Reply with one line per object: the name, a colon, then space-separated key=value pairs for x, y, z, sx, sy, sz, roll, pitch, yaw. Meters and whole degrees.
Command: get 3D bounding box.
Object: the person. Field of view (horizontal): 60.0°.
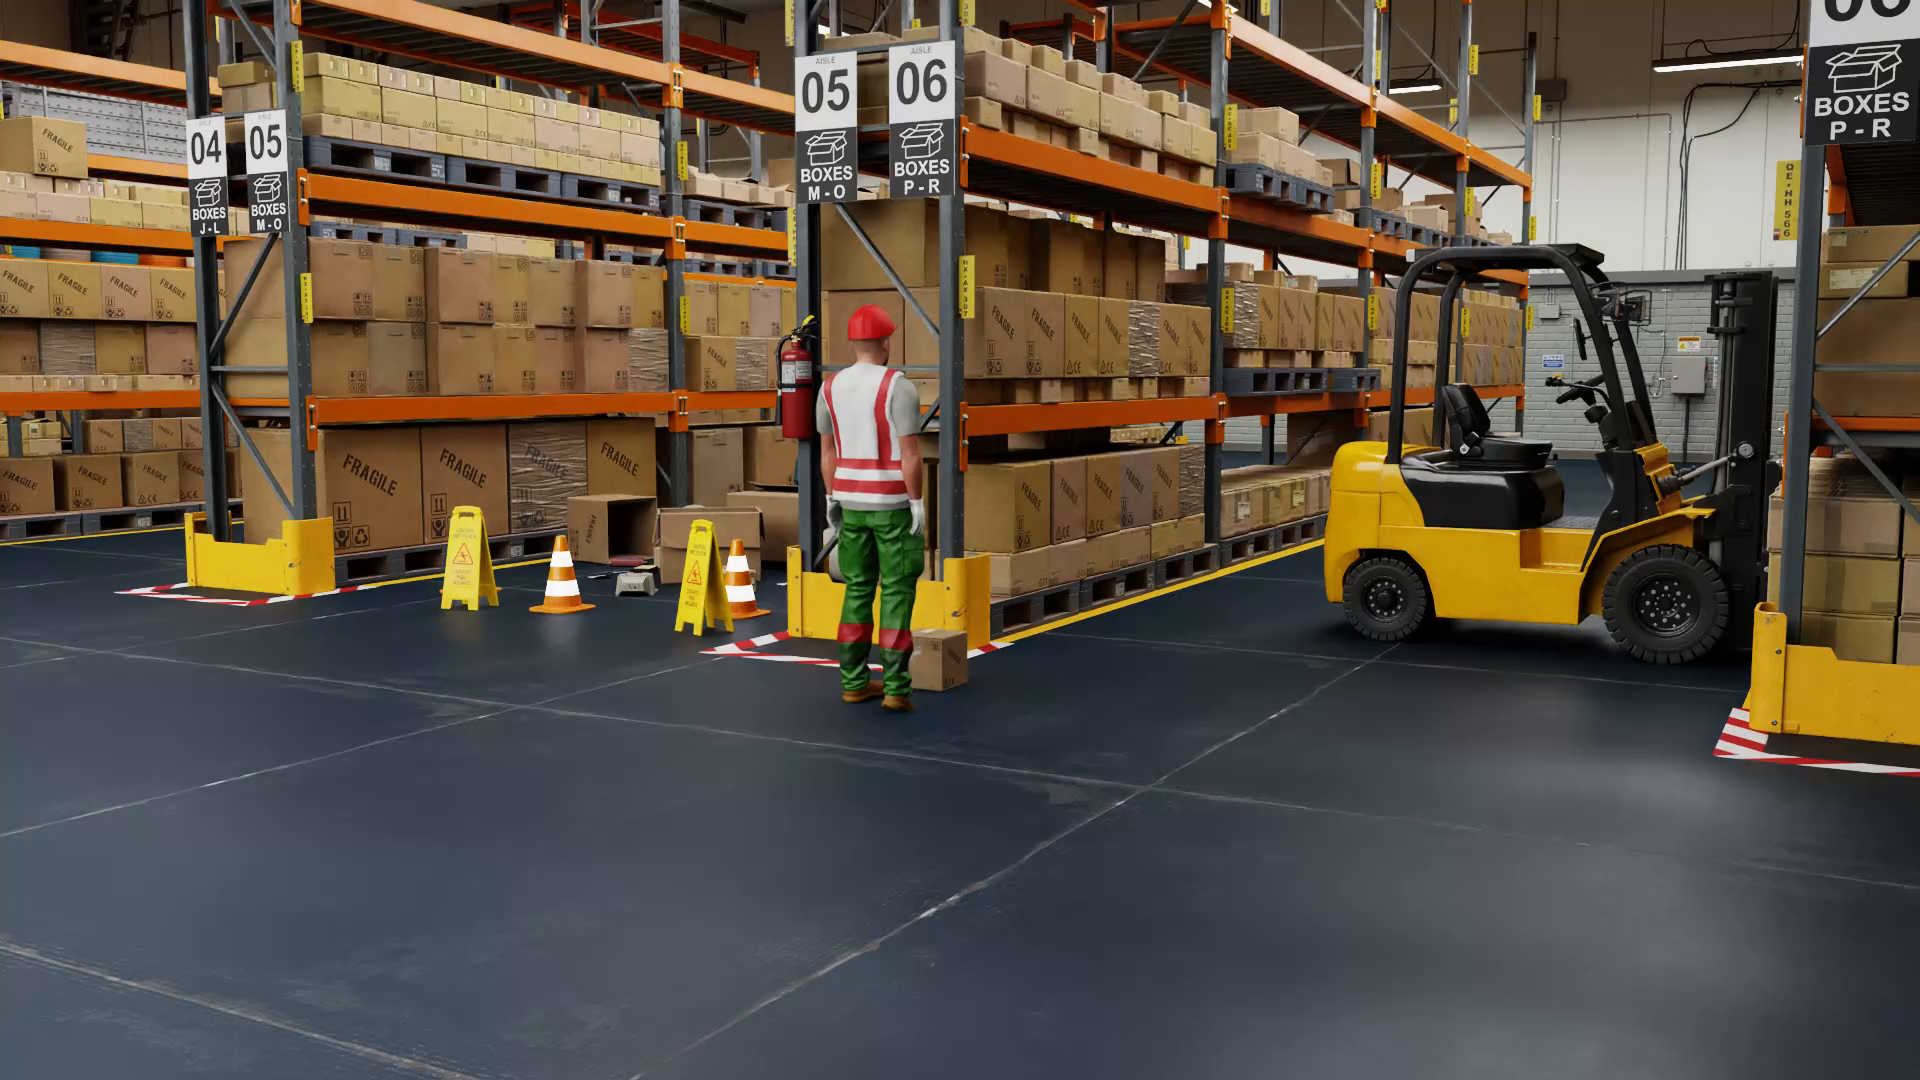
person: x=-0.374 y=-0.127 z=7.463 sx=0.530 sy=1.843 sz=0.384 roll=3 pitch=7 yaw=30
